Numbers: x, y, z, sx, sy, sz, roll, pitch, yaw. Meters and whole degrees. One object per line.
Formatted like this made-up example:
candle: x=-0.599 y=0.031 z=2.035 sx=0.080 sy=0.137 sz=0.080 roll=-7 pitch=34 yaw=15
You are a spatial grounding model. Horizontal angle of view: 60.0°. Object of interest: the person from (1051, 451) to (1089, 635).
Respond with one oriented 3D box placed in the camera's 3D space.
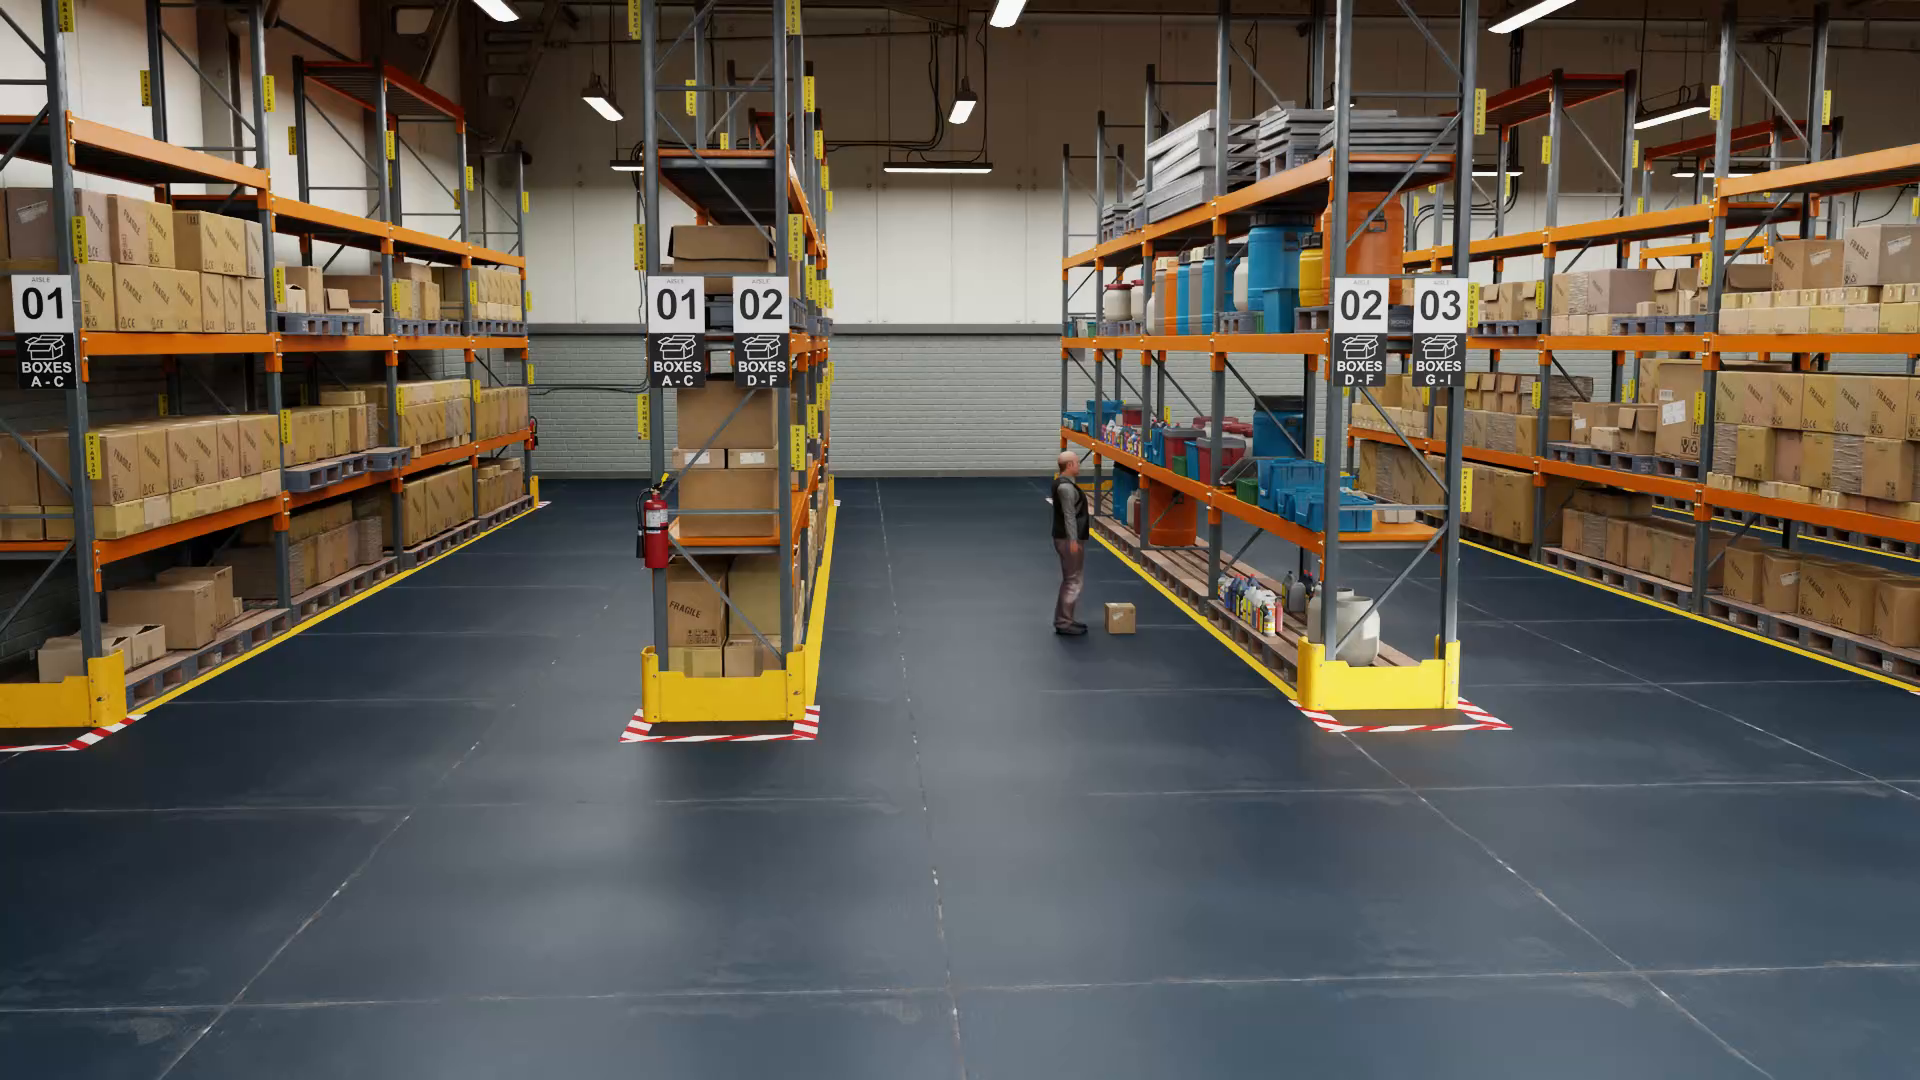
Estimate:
person: x=1.044 y=0.018 z=15.724 sx=0.358 sy=1.716 sz=0.531 roll=0 pitch=7 yaw=-2
